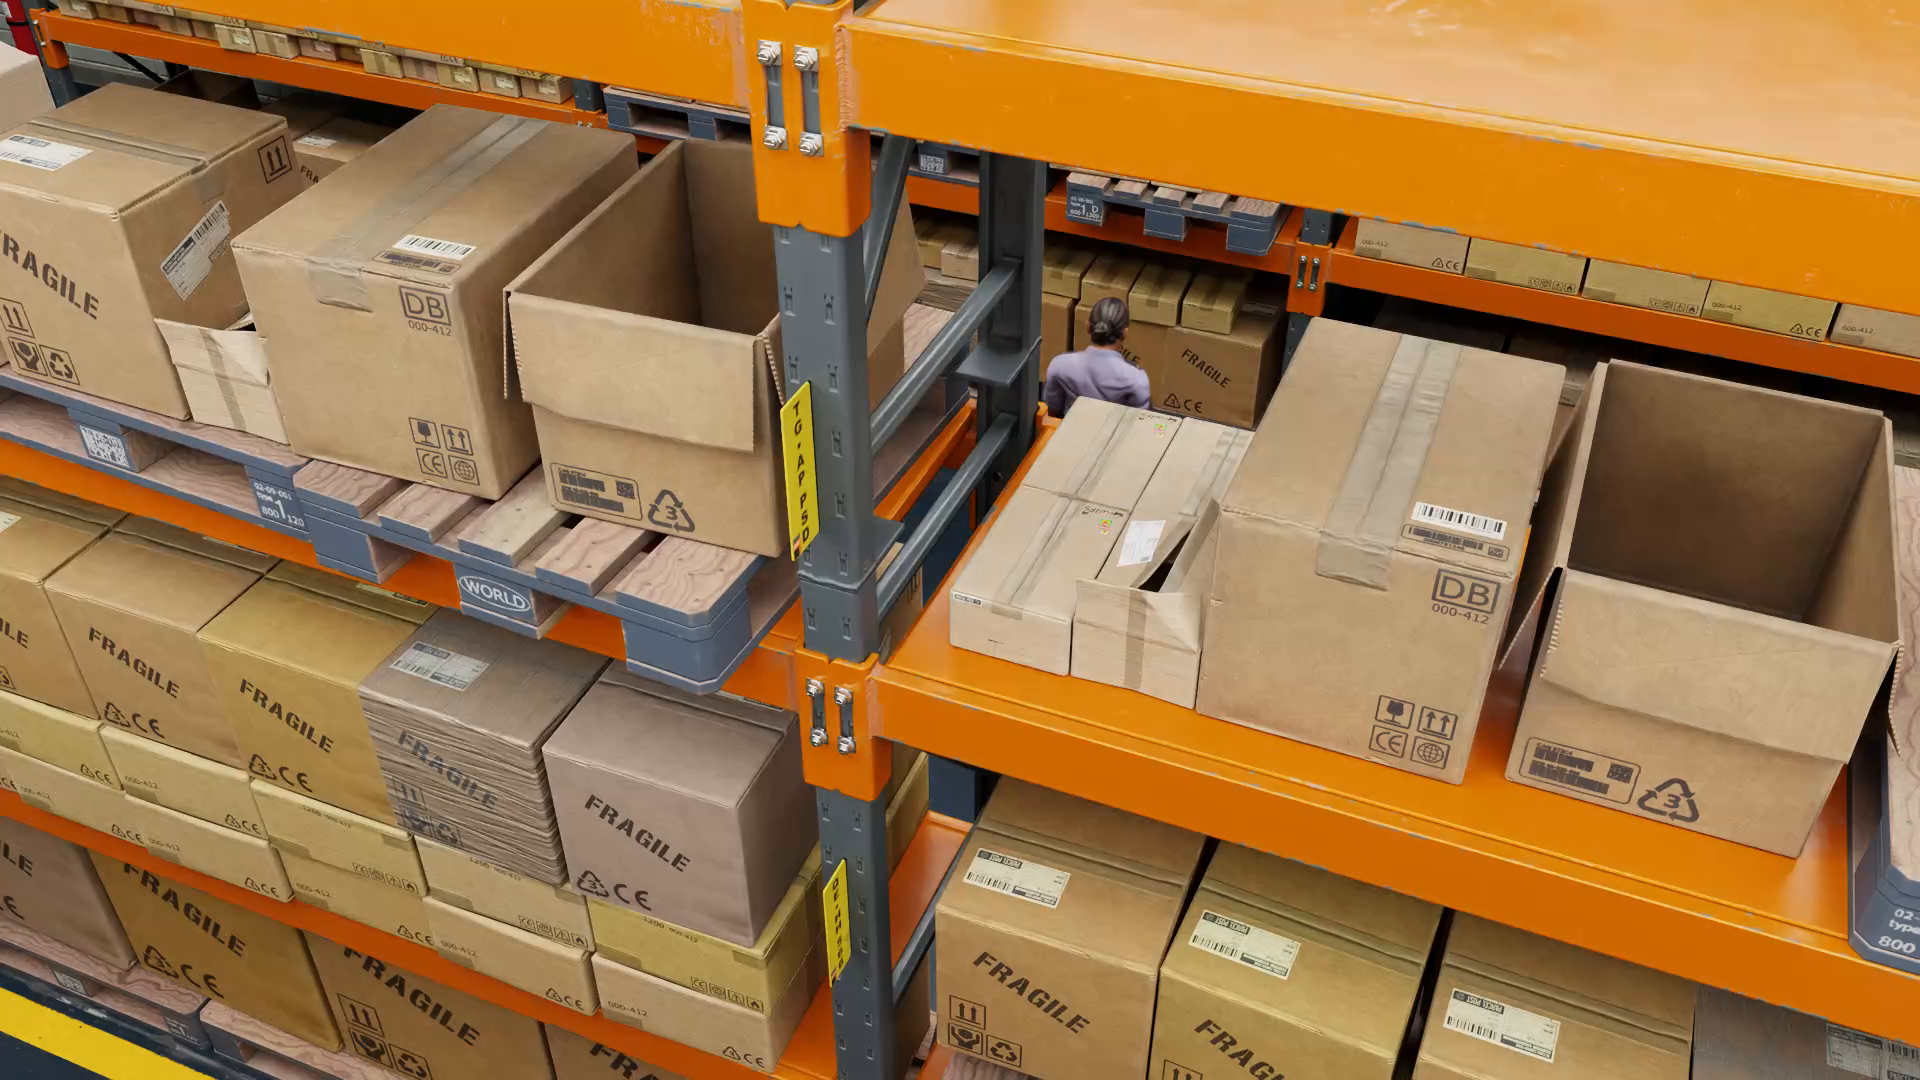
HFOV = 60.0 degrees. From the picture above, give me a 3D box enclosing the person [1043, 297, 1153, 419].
[{"bbox_3d":[0.581,-0.295,7.256,0.496,1.607,0.397,15,40,19],"label":"person"}]
